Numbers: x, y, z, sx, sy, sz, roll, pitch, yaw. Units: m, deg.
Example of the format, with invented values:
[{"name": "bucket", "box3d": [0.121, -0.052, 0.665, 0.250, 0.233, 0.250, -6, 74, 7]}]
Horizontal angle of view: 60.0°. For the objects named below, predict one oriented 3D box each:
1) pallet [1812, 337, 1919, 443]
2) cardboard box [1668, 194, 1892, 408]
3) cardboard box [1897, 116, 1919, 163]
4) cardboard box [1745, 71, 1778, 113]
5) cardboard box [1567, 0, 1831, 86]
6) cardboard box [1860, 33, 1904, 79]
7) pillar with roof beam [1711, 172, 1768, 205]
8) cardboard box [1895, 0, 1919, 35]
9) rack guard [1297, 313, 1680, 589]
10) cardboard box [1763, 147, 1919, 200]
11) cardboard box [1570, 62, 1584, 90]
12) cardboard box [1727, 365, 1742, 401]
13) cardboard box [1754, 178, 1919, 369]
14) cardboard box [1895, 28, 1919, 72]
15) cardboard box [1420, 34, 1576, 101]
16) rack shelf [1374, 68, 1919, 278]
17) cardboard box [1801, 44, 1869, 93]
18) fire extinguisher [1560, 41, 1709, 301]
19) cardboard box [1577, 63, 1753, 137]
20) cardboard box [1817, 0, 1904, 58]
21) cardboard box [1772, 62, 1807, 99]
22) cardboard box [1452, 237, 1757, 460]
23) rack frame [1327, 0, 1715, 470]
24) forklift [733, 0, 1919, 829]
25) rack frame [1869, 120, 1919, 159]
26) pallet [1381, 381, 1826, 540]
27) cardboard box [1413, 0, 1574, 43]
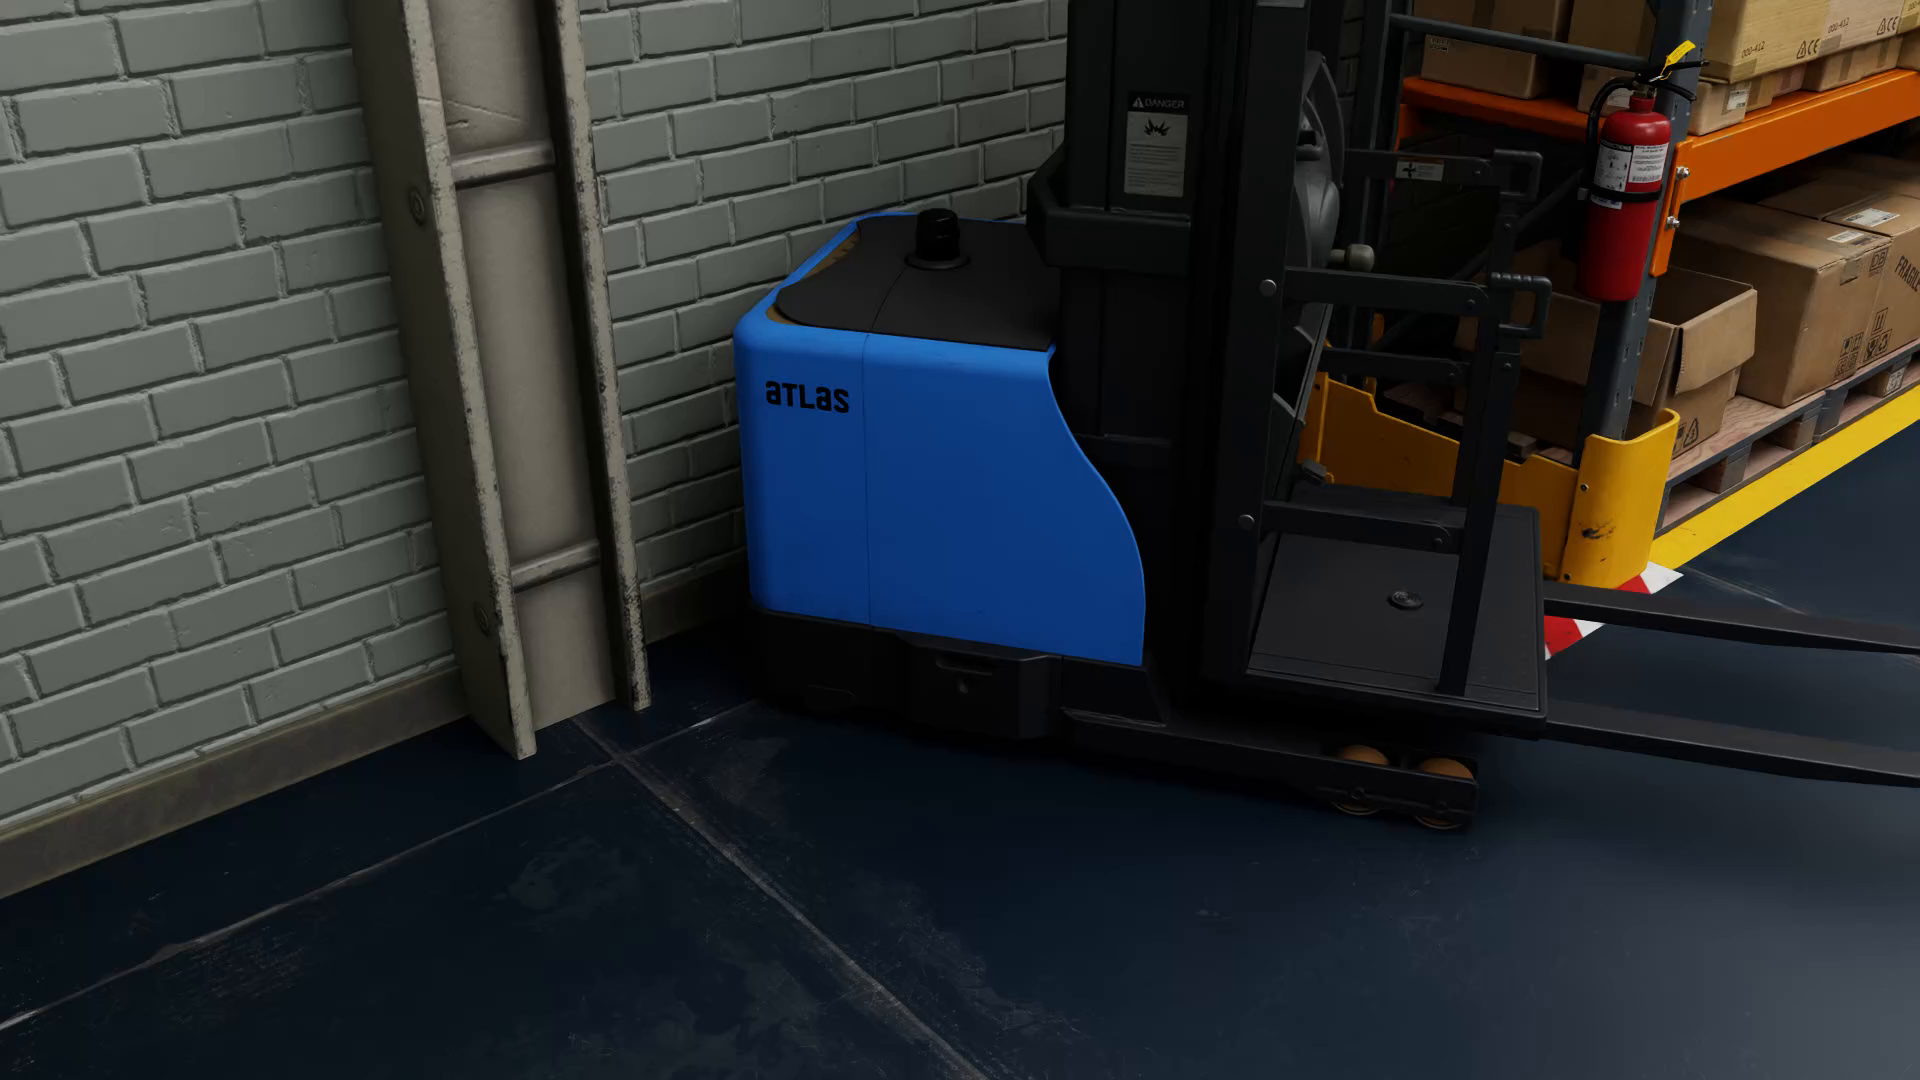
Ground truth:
[{"name": "pallet", "box3d": [3.159, -0.791, 6.506, 1.213, 0.211, 1.003, -22, 35, -35]}, {"name": "cardboard box", "box3d": [2.770, -0.865, 5.893, 0.500, 0.500, 0.700, -20, 34, -33]}, {"name": "cardboard box", "box3d": [4.792, -1.945, 7.913, 0.500, 0.500, 0.500, -22, 35, -35]}, {"name": "cardboard box", "box3d": [2.159, -1.368, 4.893, 0.250, 0.149, 0.380, -21, 35, -34]}, {"name": "cardboard box", "box3d": [2.088, -1.489, 4.698, 0.500, 0.250, 0.500, -22, 35, -35]}, {"name": "cardboard box", "box3d": [2.767, -1.599, 5.326, 0.250, 0.149, 0.380, -21, 35, -34]}, {"name": "pillar with roof beam", "box3d": [6.290, -3.818, 2.847, 0.400, 9.000, 9.100, -22, 35, -35]}, {"name": "cardboard box", "box3d": [2.855, -1.800, 5.279, 0.500, 0.250, 0.500, -23, 36, -36]}, {"name": "rack guard", "box3d": [1.626, -0.303, 5.286, 0.348, 0.500, 1.175, -22, 35, -35]}, {"name": "cardboard box", "box3d": [3.560, -1.183, 6.488, 0.500, 0.500, 0.700, -23, 36, -37]}, {"name": "cardboard box", "box3d": [1.879, -1.524, 5.186, 0.250, 0.149, 0.380, -21, 34, -34]}, {"name": "cardboard box", "box3d": [2.443, -0.579, 5.730, 0.250, 0.149, 0.380, -24, 36, -37]}, {"name": "cardboard box", "box3d": [3.237, -0.991, 6.129, 0.500, 0.500, 0.500, -21, 35, -34]}, {"name": "cardboard box", "box3d": [3.008, -1.650, 5.421, 0.250, 0.149, 0.380, -23, 36, -36]}, {"name": "cardboard box", "box3d": [1.646, -1.469, 5.082, 0.250, 0.149, 0.380, -22, 35, -35]}, {"name": "rack shelf", "box3d": [3.089, -1.676, 5.968, 4.000, 0.370, 1.077, -22, 35, -35]}, {"name": "cardboard box", "box3d": [2.569, -1.516, 5.171, 0.250, 0.149, 0.380, -21, 34, -33]}, {"name": "fire extinguisher", "box3d": [1.756, -0.973, 4.365, 0.183, 0.674, 0.296, -22, 35, -35]}, {"name": "cardboard box", "box3d": [1.996, -1.273, 4.717, 0.250, 0.149, 0.380, -22, 35, -35]}, {"name": "cardboard box", "box3d": [2.471, -1.643, 4.986, 0.500, 0.250, 0.500, -21, 35, -34]}, {"name": "cardboard box", "box3d": [2.337, -1.461, 5.067, 0.250, 0.149, 0.380, -22, 35, -36]}, {"name": "cardboard box", "box3d": [2.095, -0.619, 5.429, 0.637, 0.503, 0.797, -24, 36, -37]}, {"name": "rack frame", "box3d": [1.568, -1.382, 4.653, 0.127, 3.000, 1.000, -22, 35, -35]}, {"name": "forklift", "box3d": [1.015, -0.884, 3.794, 3.031, 2.935, 1.130, 8, 29, 14]}, {"name": "rack frame", "box3d": [4.611, -2.606, 6.943, 0.127, 3.000, 1.000, -22, 35, -35]}, {"name": "pallet", "box3d": [2.231, -0.419, 5.811, 1.213, 0.211, 1.003, -22, 35, -35]}, {"name": "cardboard box", "box3d": [1.745, -1.683, 5.060, 0.500, 0.250, 0.500, -21, 34, -34]}]
